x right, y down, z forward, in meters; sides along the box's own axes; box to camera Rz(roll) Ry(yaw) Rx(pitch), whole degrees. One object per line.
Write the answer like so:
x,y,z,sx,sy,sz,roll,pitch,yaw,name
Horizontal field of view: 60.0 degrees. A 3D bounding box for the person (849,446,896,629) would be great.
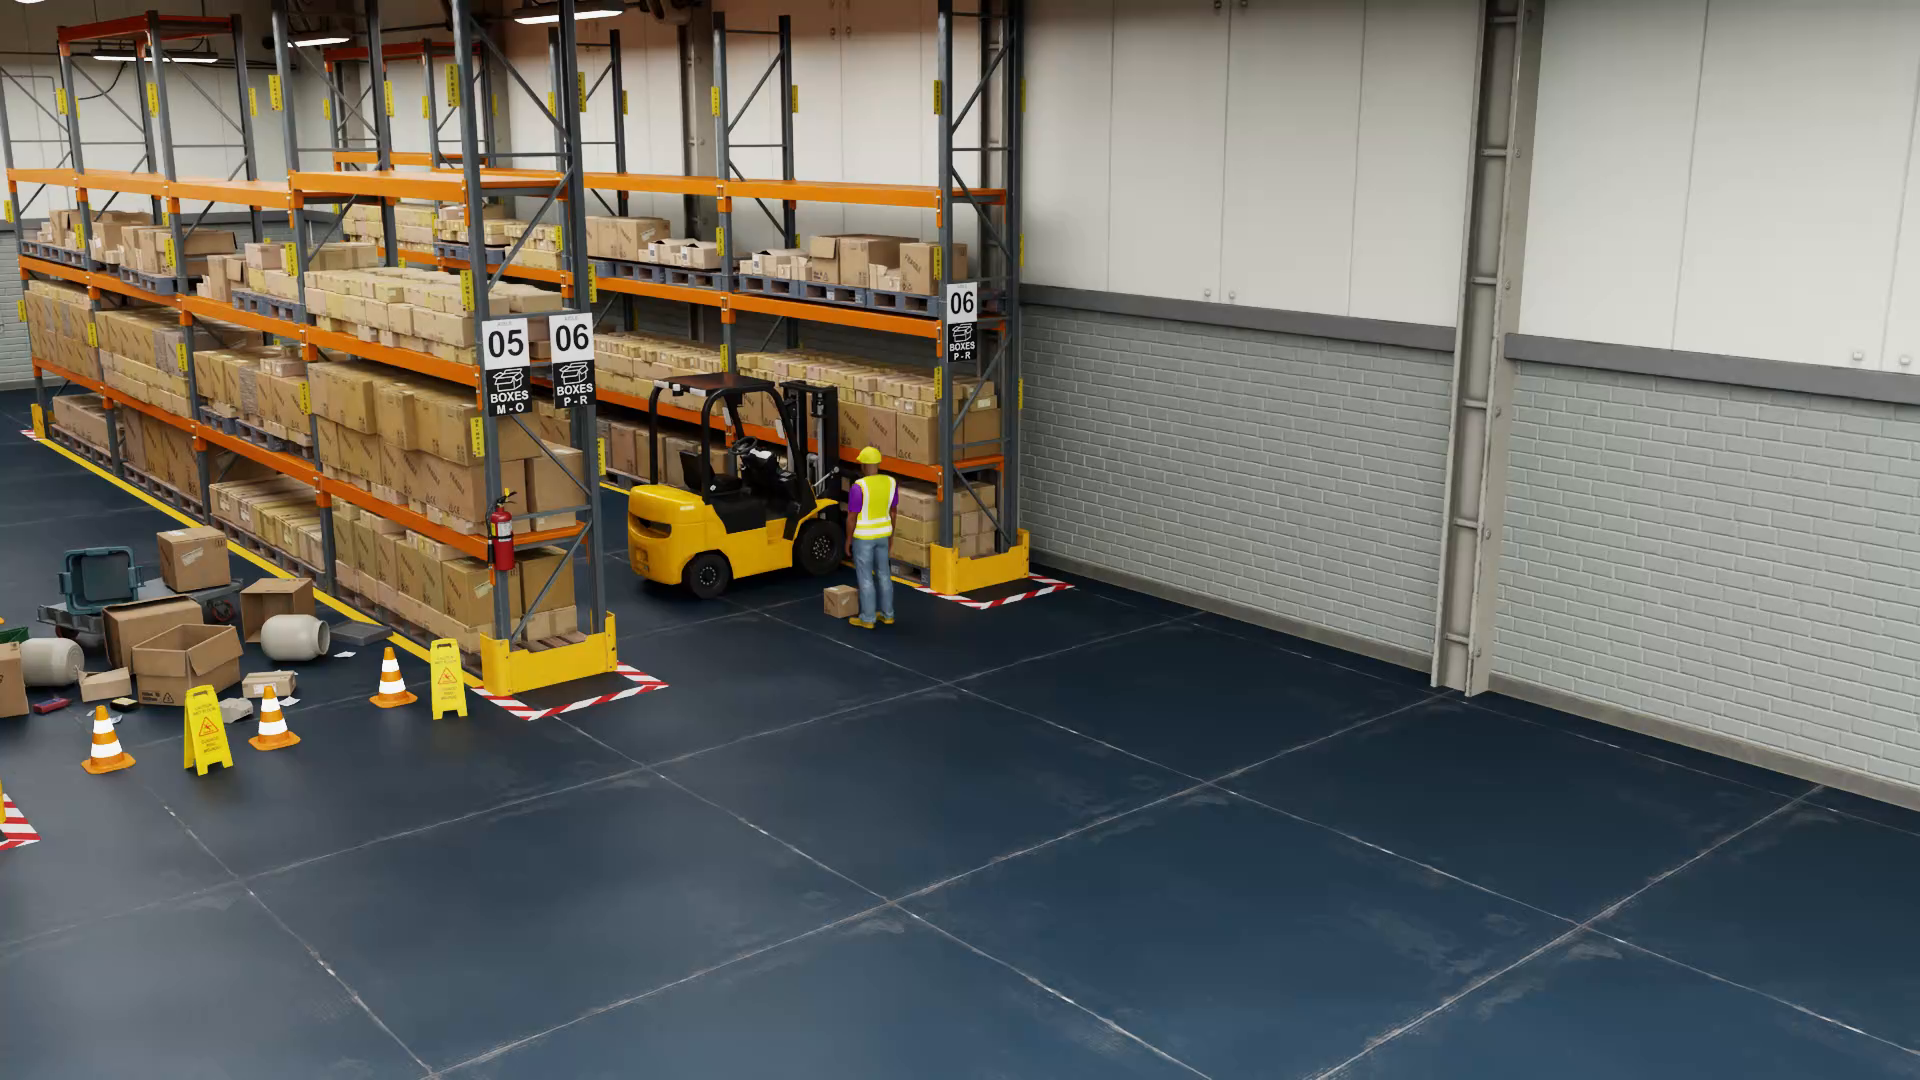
-0.853,-0.035,16.076,0.455,1.765,0.352,-11,18,-38,person
